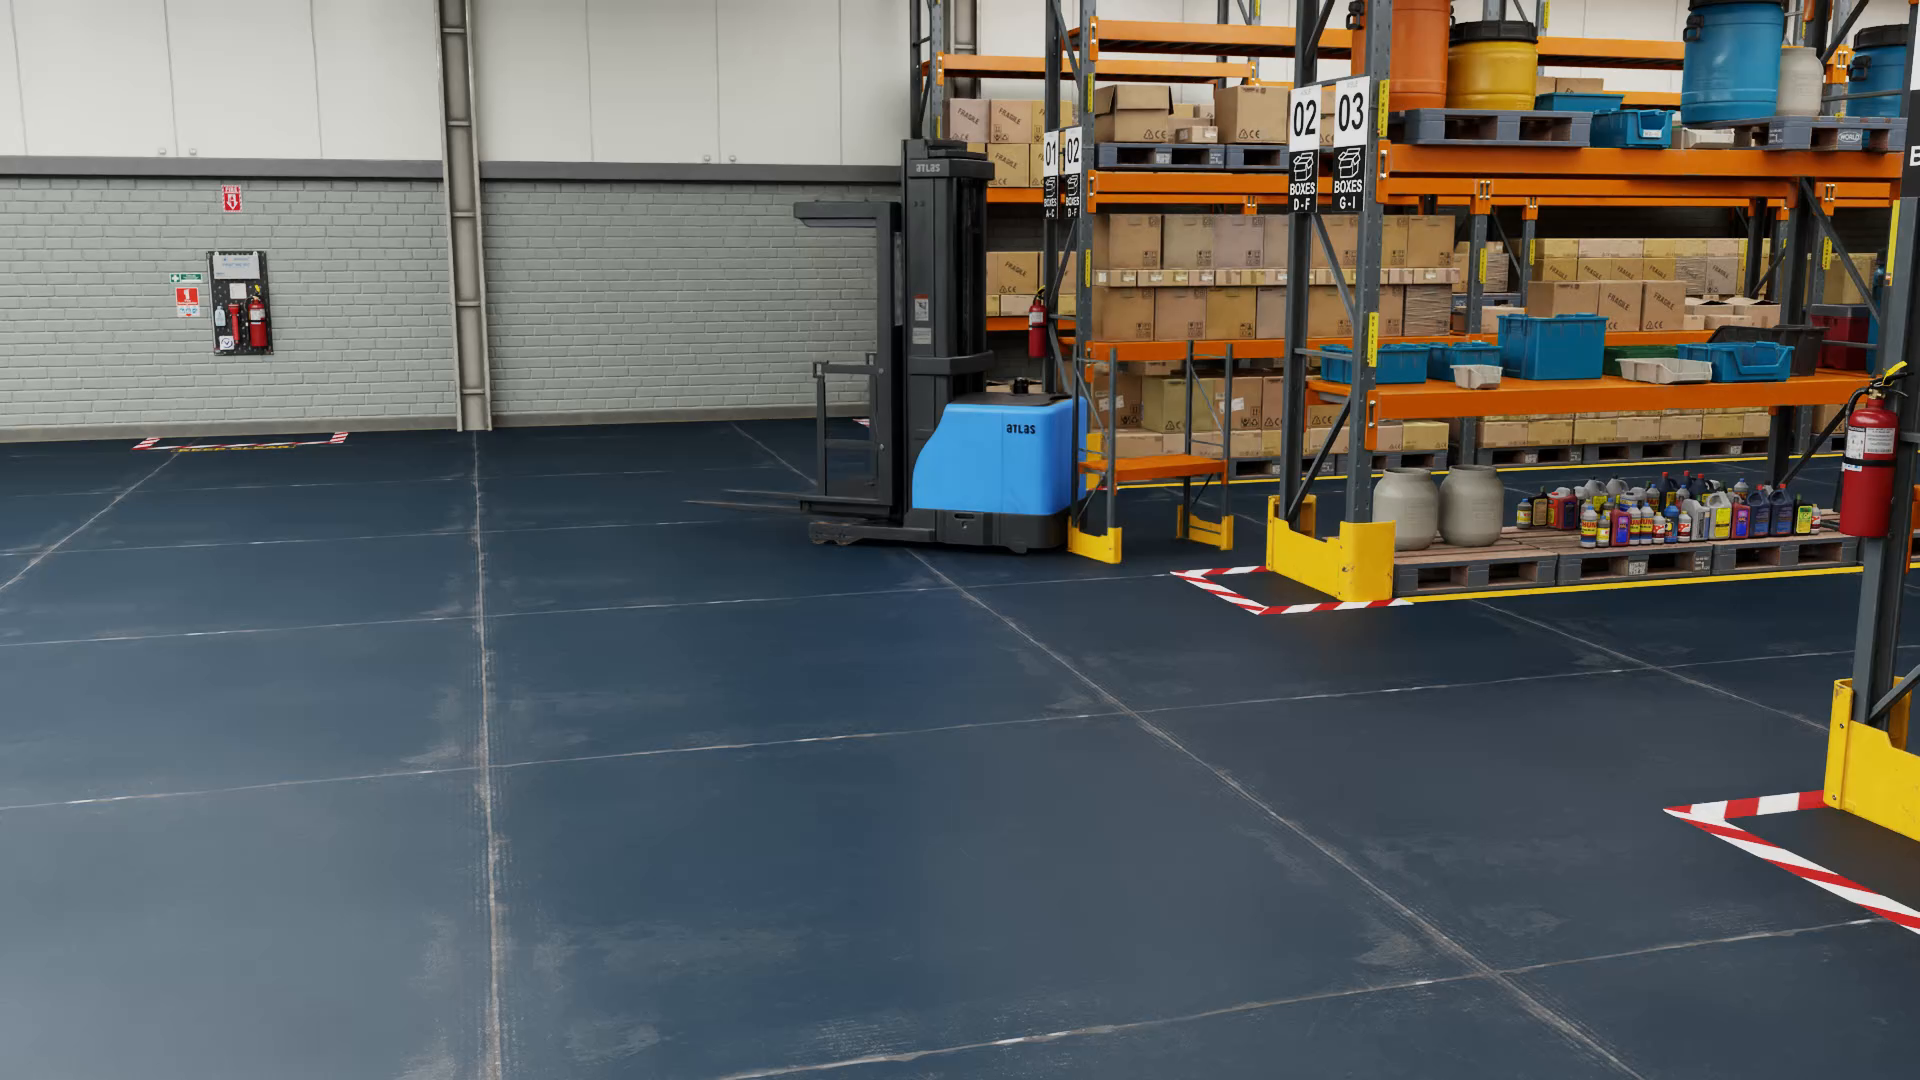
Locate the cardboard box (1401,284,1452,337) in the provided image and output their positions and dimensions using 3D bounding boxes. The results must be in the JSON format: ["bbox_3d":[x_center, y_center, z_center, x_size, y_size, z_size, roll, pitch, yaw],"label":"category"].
[{"bbox_3d":[4.400,-2.269,16.311,0.500,0.500,0.700,-3,11,-17],"label":"cardboard box"}]

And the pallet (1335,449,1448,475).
[{"bbox_3d":[4.049,-0.839,16.522,1.213,0.211,1.003,-3,11,-16],"label":"pallet"}]

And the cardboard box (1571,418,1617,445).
[{"bbox_3d":[6.269,-1.127,16.820,0.500,0.250,0.500,-3,11,-18],"label":"cardboard box"}]

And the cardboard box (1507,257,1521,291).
[{"bbox_3d":[7.657,-3.582,22.565,0.500,0.500,0.500,-3,11,-16],"label":"cardboard box"}]

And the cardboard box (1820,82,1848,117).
[{"bbox_3d":[9.086,-4.483,17.290,0.500,0.500,0.500,-3,11,-16],"label":"cardboard box"}]

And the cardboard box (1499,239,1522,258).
[{"bbox_3d":[7.640,-3.949,22.488,0.500,0.250,0.500,-3,11,-14],"label":"cardboard box"}]

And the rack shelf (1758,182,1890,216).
[{"bbox_3d":[10.585,-3.669,17.891,4.000,0.370,1.077,-3,11,-16],"label":"rack shelf"}]

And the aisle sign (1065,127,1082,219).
[{"bbox_3d":[1.006,-3.263,14.806,0.004,0.787,0.394,-3,11,-16],"label":"aisle sign"}]

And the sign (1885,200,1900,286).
[{"bbox_3d":[3.613,-1.141,6.389,0.005,0.325,0.100,-3,11,-16],"label":"sign"}]

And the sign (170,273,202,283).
[{"bbox_3d":[-8.671,-2.933,18.629,0.331,0.109,0.001,-3,11,-16],"label":"sign"}]

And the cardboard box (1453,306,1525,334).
[{"bbox_3d":[5.285,-2.202,16.638,0.500,0.250,0.500,-2,11,-12],"label":"cardboard box"}]

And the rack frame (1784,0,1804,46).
[{"bbox_3d":[11.117,-6.460,22.781,0.127,3.000,1.000,-3,11,-16],"label":"rack frame"}]

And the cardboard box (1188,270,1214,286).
[{"bbox_3d":[2.156,-2.430,15.395,0.250,0.149,0.380,-3,11,-17],"label":"cardboard box"}]

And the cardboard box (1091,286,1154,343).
[{"bbox_3d":[1.436,-2.112,15.456,0.500,0.500,0.700,-3,11,-16],"label":"cardboard box"}]

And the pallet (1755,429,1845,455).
[{"bbox_3d":[9.392,-1.106,17.970,1.213,0.211,1.003,-3,11,-16],"label":"pallet"}]

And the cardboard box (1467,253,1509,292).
[{"bbox_3d":[6.828,-3.547,22.037,0.500,0.500,0.700,-4,11,-23],"label":"cardboard box"}]

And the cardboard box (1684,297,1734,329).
[{"bbox_3d":[7.752,-2.390,17.493,0.500,0.311,0.500,-3,11,-17],"label":"cardboard box"}]

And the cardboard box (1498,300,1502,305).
[{"bbox_3d":[7.518,-3.254,22.577,0.250,0.149,0.380,-3,11,-15],"label":"cardboard box"}]

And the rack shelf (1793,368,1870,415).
[{"bbox_3d":[8.126,-1.130,12.385,4.000,0.370,1.077,-3,11,-16],"label":"rack shelf"}]

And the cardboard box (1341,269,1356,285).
[{"bbox_3d":[3.646,-2.509,15.825,0.250,0.149,0.380,-3,11,-16],"label":"cardboard box"}]

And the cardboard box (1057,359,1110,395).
[{"bbox_3d":[1.551,-1.966,20.628,0.500,0.500,0.700,-4,11,-20],"label":"cardboard box"}]

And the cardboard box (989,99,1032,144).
[{"bbox_3d":[0.529,-4.922,19.619,0.500,0.500,0.500,-3,11,-17],"label":"cardboard box"}]

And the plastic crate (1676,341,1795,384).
[{"bbox_3d":[5.219,-1.206,11.223,0.616,0.251,0.499,-3,11,-16],"label":"plastic crate"}]

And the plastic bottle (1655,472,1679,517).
[{"bbox_3d":[5.133,-0.318,12.088,0.185,0.351,0.144,-4,11,-18],"label":"plastic bottle"}]

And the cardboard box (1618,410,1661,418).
[{"bbox_3d":[6.767,-1.429,16.910,0.500,0.311,0.500,-3,11,-14],"label":"cardboard box"}]

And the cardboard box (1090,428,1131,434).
[{"bbox_3d":[1.416,-0.974,15.986,0.500,0.250,0.500,-3,11,-16],"label":"cardboard box"}]

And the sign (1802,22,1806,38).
[{"bbox_3d":[11.281,-6.864,22.180,0.005,0.325,0.100,-3,11,-16],"label":"sign"}]

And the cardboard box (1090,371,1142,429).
[{"bbox_3d":[1.416,-1.343,15.920,0.500,0.500,0.500,-3,11,-16],"label":"cardboard box"}]

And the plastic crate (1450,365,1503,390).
[{"bbox_3d":[3.314,-1.039,10.636,0.250,0.136,0.298,-3,11,-16],"label":"plastic crate"}]

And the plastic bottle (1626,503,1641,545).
[{"bbox_3d":[4.522,-0.109,11.176,0.097,0.271,0.097,0,10,0],"label":"plastic bottle"}]

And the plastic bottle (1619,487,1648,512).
[{"bbox_3d":[4.790,-0.235,11.845,0.135,0.276,0.152,-3,11,-16],"label":"plastic bottle"}]

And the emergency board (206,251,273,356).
[{"bbox_3d":[-8.118,-2.666,18.742,0.643,1.169,0.194,-3,11,-16],"label":"emergency board"}]

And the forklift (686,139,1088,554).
[{"bbox_3d":[-0.602,-1.485,12.517,3.031,2.935,1.130,4,11,20],"label":"forklift"}]

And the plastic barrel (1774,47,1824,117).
[{"bbox_3d":[5.737,-3.131,11.517,0.421,0.512,0.421,0,10,0],"label":"plastic barrel"}]

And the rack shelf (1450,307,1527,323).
[{"bbox_3d":[5.357,-2.852,21.740,4.000,0.370,1.077,-3,11,-16],"label":"rack shelf"}]

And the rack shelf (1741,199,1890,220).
[{"bbox_3d":[13.038,-4.732,23.667,4.000,0.370,1.077,-3,11,-16],"label":"rack shelf"}]

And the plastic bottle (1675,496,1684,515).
[{"bbox_3d":[4.986,-0.165,11.445,0.133,0.283,0.061,-3,11,-16],"label":"plastic bottle"}]

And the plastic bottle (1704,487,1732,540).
[{"bbox_3d":[5.173,-0.187,11.379,0.185,0.351,0.144,-3,11,-16],"label":"plastic bottle"}]

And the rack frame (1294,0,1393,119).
[{"bbox_3d":[2.365,-4.130,10.127,0.127,3.000,1.000,-3,11,-16],"label":"rack frame"}]

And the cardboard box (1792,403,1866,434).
[{"bbox_3d":[9.182,-1.406,17.589,0.500,0.500,0.500,-3,11,-14],"label":"cardboard box"}]

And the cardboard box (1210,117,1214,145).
[{"bbox_3d":[2.550,-3.880,15.753,0.500,0.311,0.500,-2,11,-9],"label":"cardboard box"}]

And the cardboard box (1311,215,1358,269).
[{"bbox_3d":[3.434,-2.856,15.917,0.500,0.500,0.700,-3,11,-16],"label":"cardboard box"}]

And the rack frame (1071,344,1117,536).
[{"bbox_3d":[0.942,-0.618,11.763,0.032,1.500,0.500,-6,12,-29],"label":"rack frame"}]

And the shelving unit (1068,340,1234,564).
[{"bbox_3d":[1.390,-0.665,12.017,1.083,1.500,0.587,-6,12,-29],"label":"shelving unit"}]

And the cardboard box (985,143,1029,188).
[{"bbox_3d":[0.512,-4.431,19.713,0.500,0.500,0.500,-2,11,-12],"label":"cardboard box"}]

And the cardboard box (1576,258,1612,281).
[{"bbox_3d":[8.320,-3.517,22.213,0.500,0.500,0.500,-3,11,-14],"label":"cardboard box"}]

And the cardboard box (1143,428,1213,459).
[{"bbox_3d":[2.040,-0.910,15.638,0.500,0.250,0.500,-3,11,-16],"label":"cardboard box"}]

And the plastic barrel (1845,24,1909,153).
[{"bbox_3d":[6.633,-3.167,11.798,0.708,0.901,0.600,-3,11,-16],"label":"plastic barrel"}]

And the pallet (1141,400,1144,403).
[{"bbox_3d":[2.801,-1.693,21.159,1.213,0.211,1.003,-3,11,-16],"label":"pallet"}]

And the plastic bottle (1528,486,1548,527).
[{"bbox_3d":[4.113,-0.238,11.844,0.133,0.283,0.061,-3,11,-15],"label":"plastic bottle"}]

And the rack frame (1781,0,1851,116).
[{"bbox_3d":[8.665,-5.396,17.004,0.127,3.000,1.000,-3,11,-16],"label":"rack frame"}]

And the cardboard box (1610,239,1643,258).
[{"bbox_3d":[8.780,-3.912,22.290,0.500,0.250,0.500,-3,11,-16],"label":"cardboard box"}]

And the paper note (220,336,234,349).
[{"bbox_3d":[-8.307,-2.236,18.838,0.142,0.148,0.016,-3,11,-16],"label":"paper note"}]

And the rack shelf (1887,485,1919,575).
[{"bbox_3d":[5.669,-0.066,6.608,4.000,0.370,1.077,-3,11,-16],"label":"rack shelf"}]
